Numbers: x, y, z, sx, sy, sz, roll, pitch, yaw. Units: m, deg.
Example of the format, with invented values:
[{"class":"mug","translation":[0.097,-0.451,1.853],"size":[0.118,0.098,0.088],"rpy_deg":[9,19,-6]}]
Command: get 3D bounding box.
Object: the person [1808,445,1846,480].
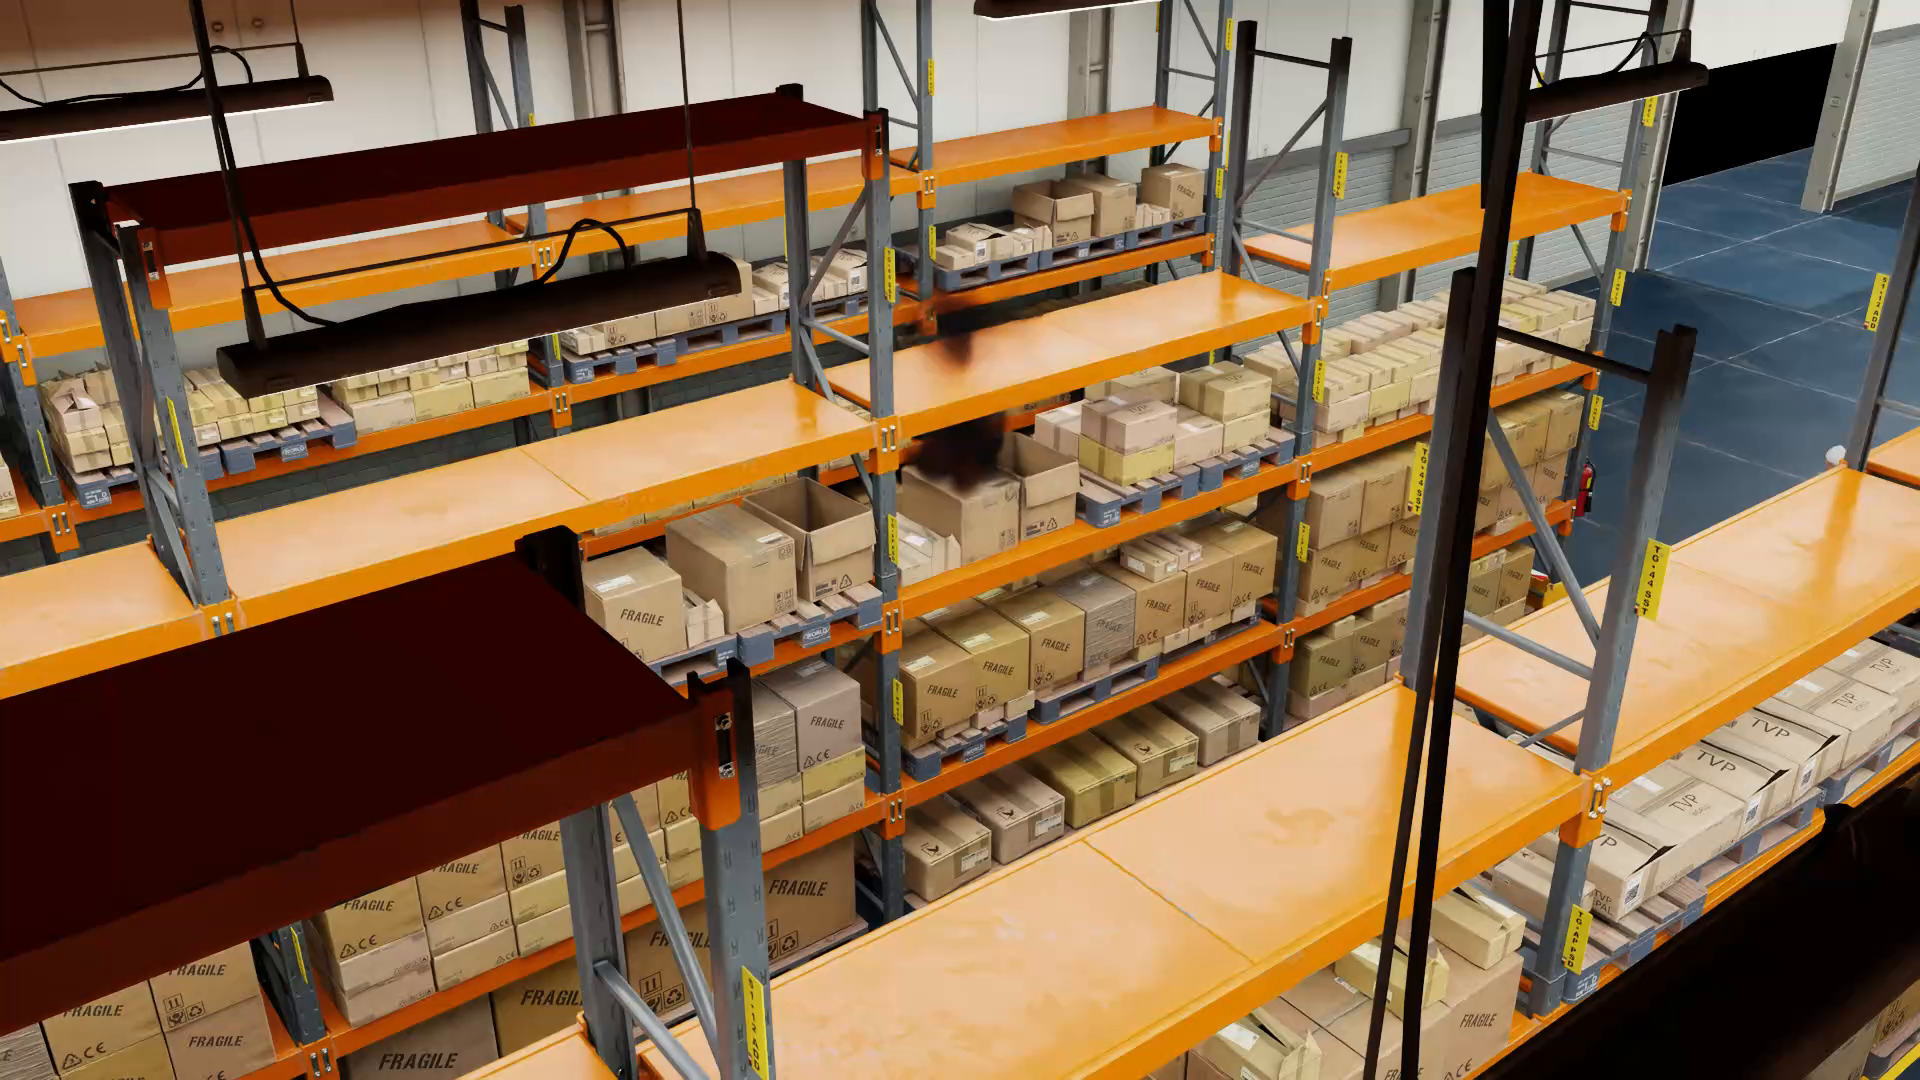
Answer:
[{"class":"person","translation":[8.442,-0.017,16.210],"size":[0.673,1.717,0.831],"rpy_deg":[-3,26,-5]}]
